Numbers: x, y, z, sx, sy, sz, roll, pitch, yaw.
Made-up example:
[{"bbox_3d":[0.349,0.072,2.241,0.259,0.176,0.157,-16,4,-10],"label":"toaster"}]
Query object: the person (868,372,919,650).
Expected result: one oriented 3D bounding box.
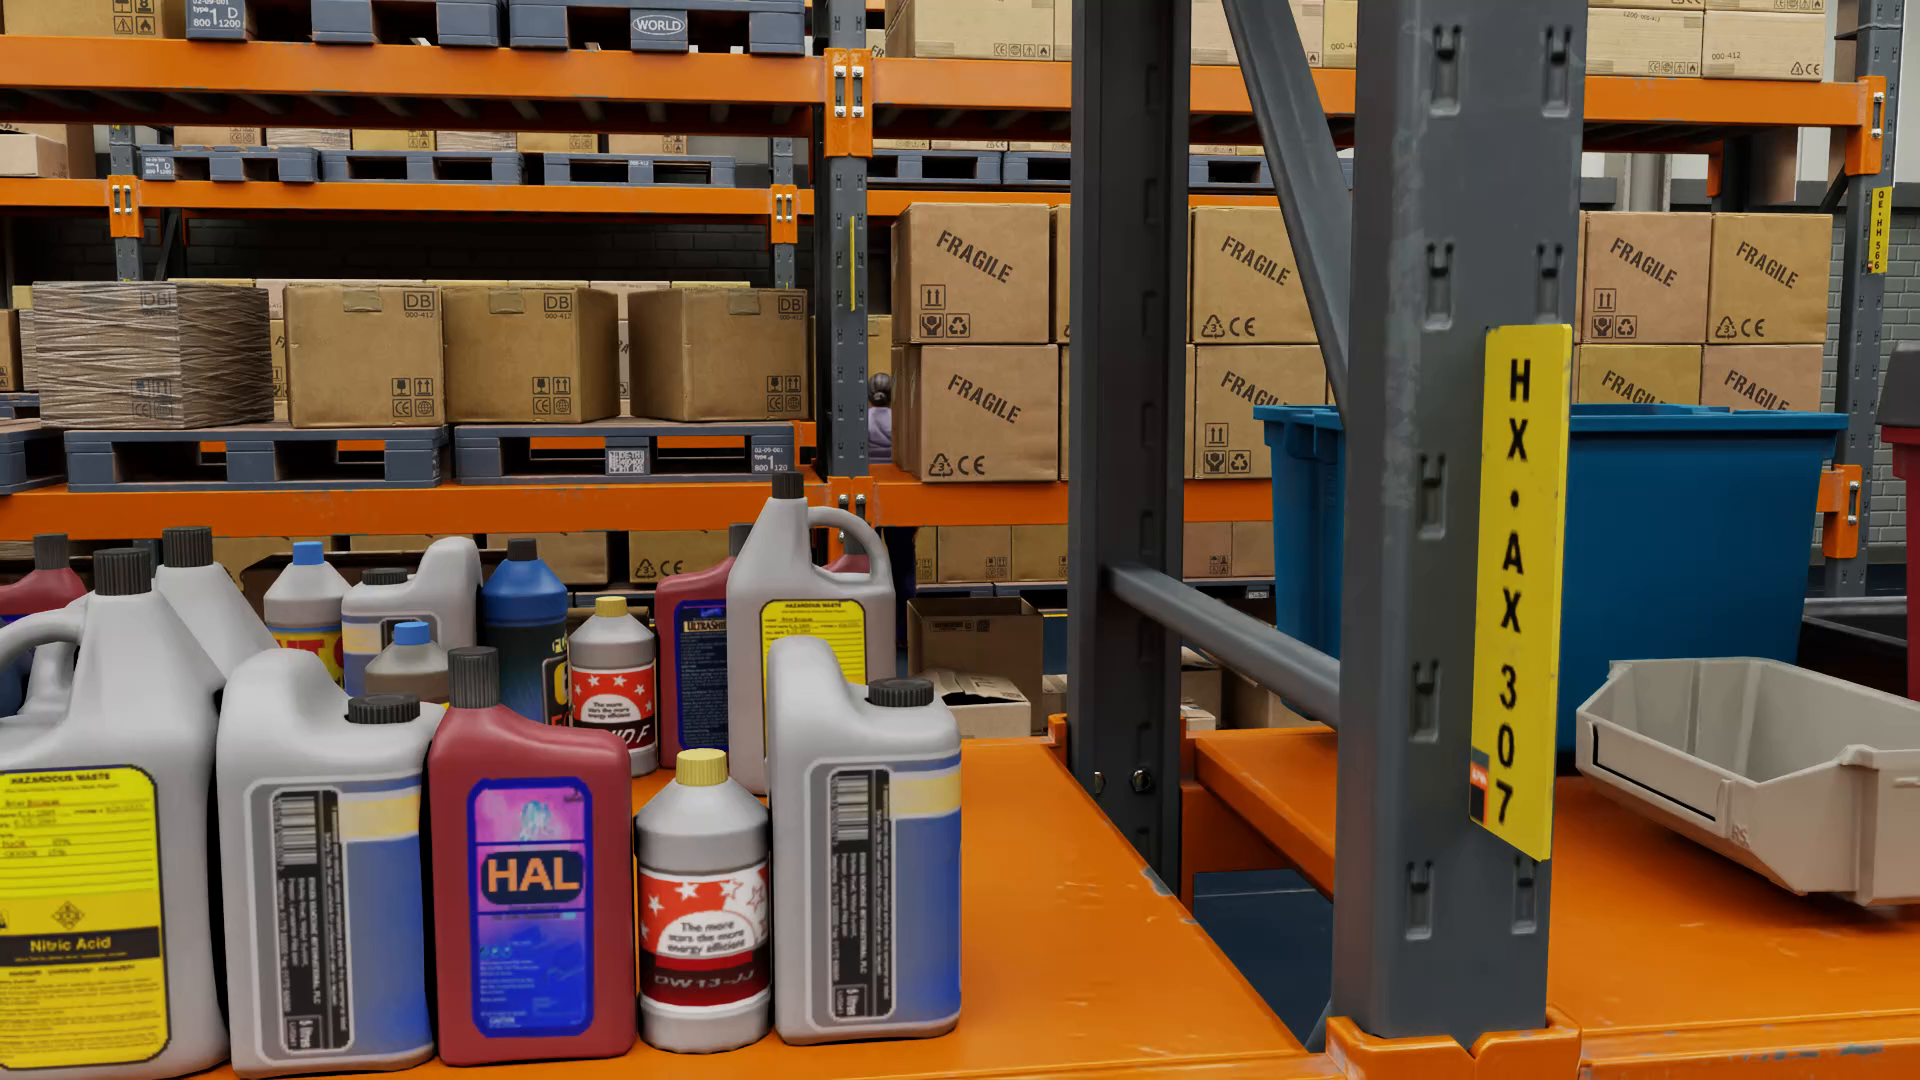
[{"bbox_3d":[-0.482,-0.146,9.683,0.480,1.629,0.569,-1,7,-8],"label":"person"}]
